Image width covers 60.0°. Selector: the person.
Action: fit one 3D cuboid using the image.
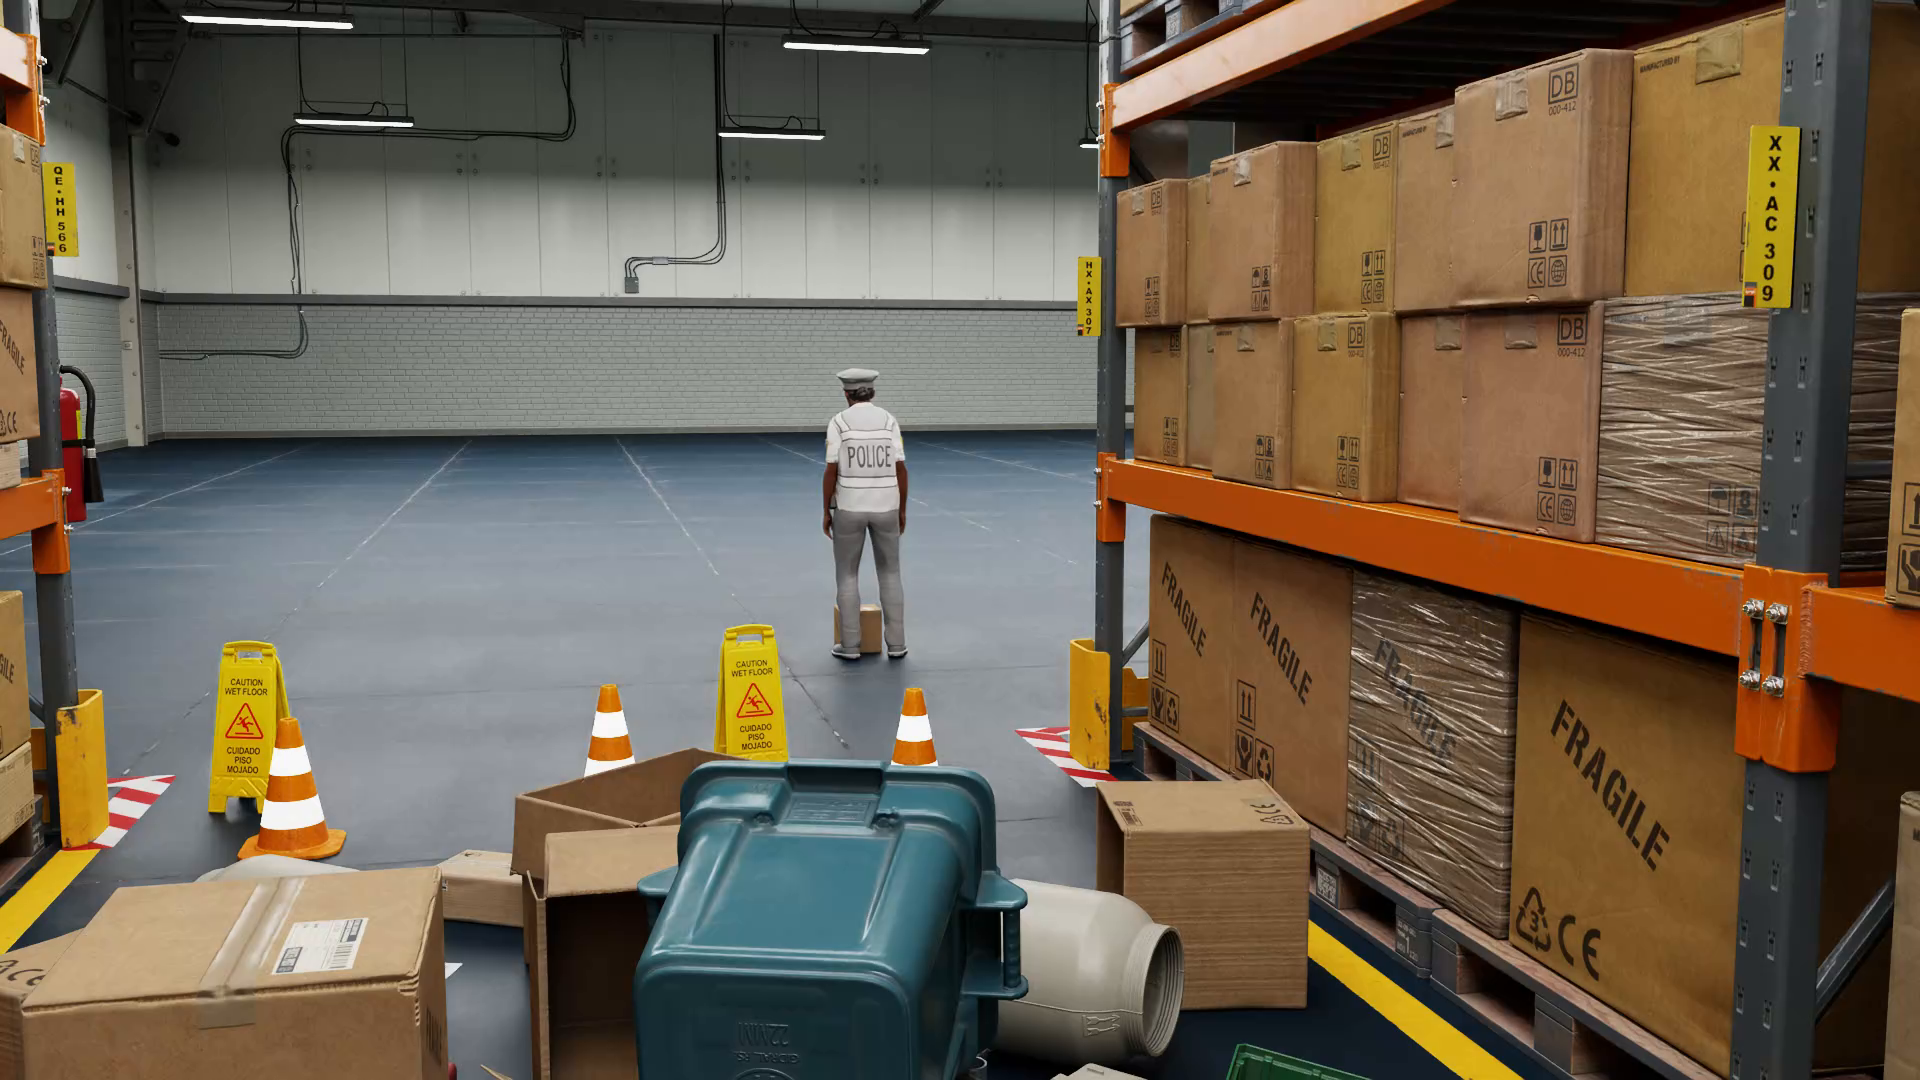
[{"bbox_3d":[-0.537,-0.150,9.563,0.512,1.657,0.399,-2,6,-14],"label":"person"}]
